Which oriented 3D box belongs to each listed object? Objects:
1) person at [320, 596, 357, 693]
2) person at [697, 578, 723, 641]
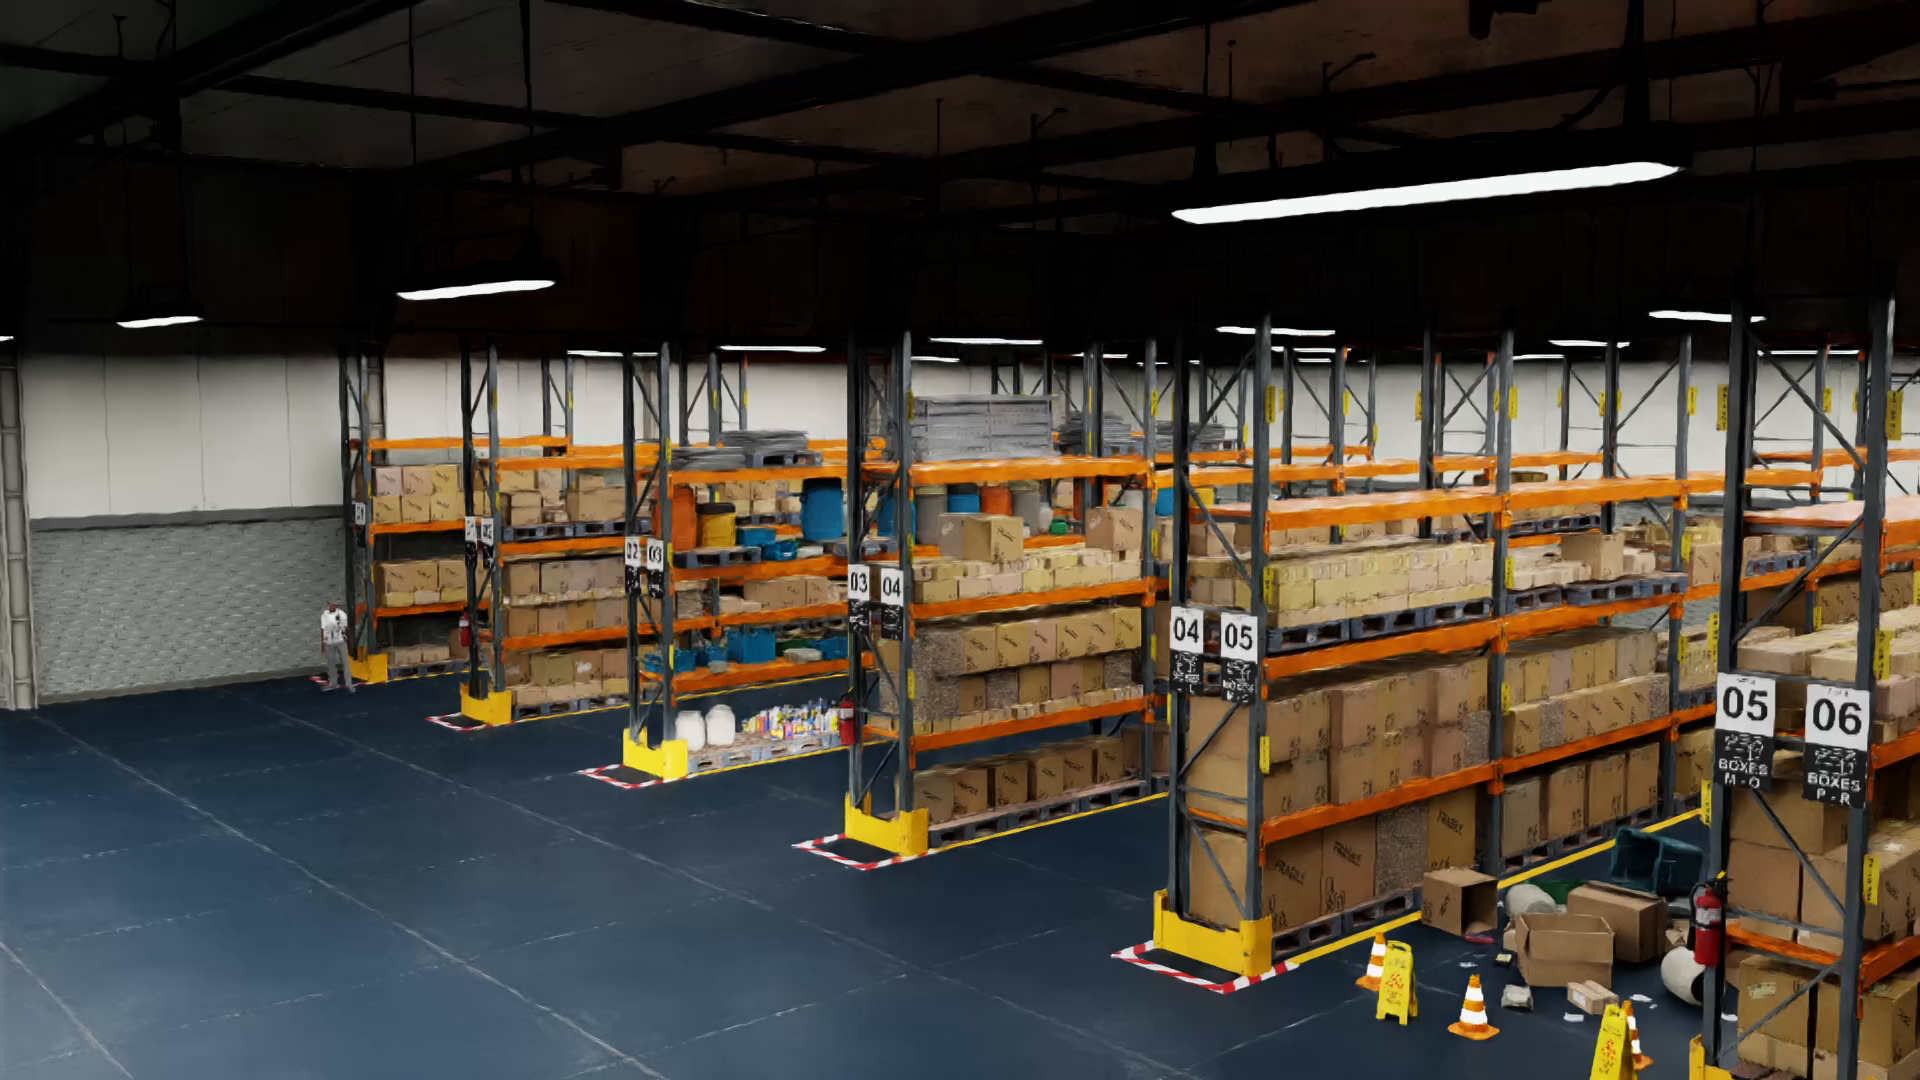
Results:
[{"bbox_3d":[-10.659,1.771,28.491,0.697,1.670,0.558,0,5,-5],"label":"person"},{"bbox_3d":[-4.609,1.540,30.895,0.546,1.733,0.729,-5,7,-43],"label":"person"}]
